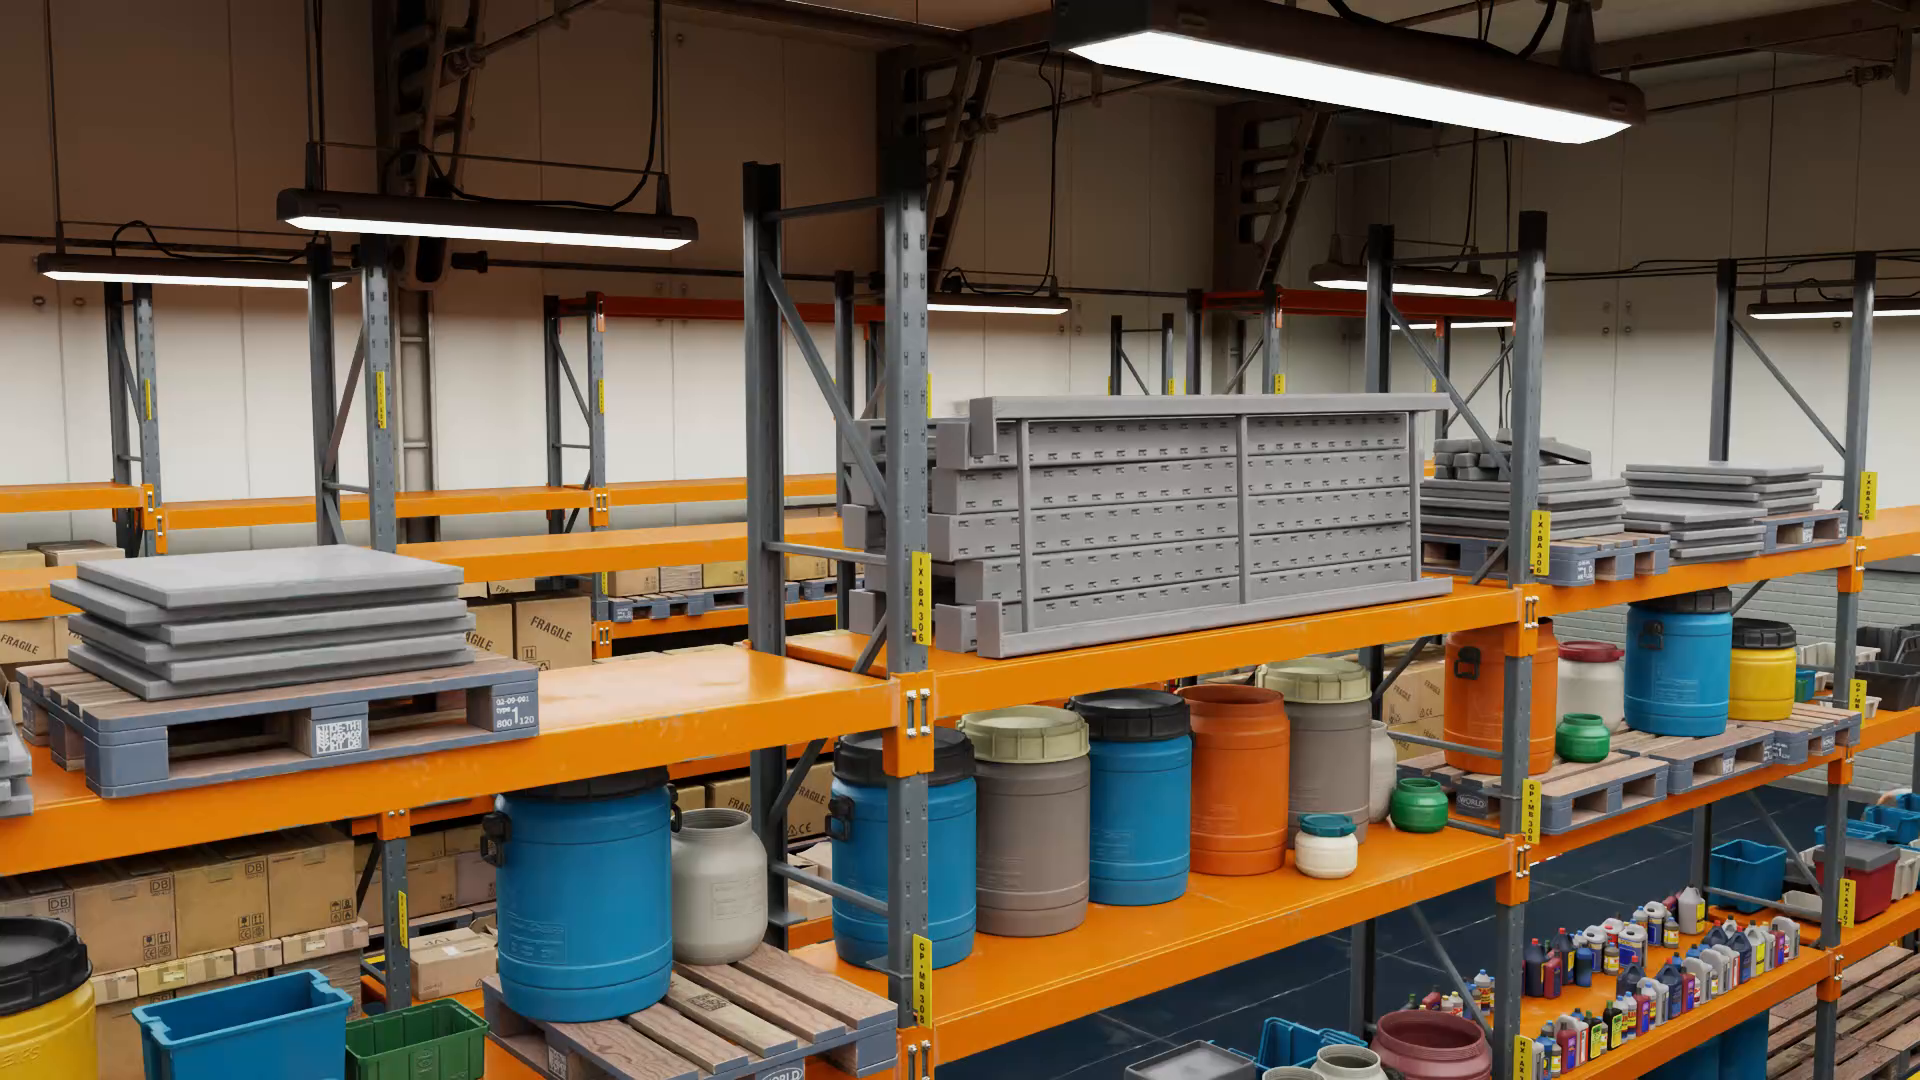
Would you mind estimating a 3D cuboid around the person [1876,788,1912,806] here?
[{"bbox_3d":[9.062,2.880,15.877,0.554,1.494,1.069,-1,6,-12],"label":"person"}]

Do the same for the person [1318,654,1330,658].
[{"bbox_3d":[4.625,2.340,21.340,0.786,1.593,0.574,-1,6,-9],"label":"person"}]
